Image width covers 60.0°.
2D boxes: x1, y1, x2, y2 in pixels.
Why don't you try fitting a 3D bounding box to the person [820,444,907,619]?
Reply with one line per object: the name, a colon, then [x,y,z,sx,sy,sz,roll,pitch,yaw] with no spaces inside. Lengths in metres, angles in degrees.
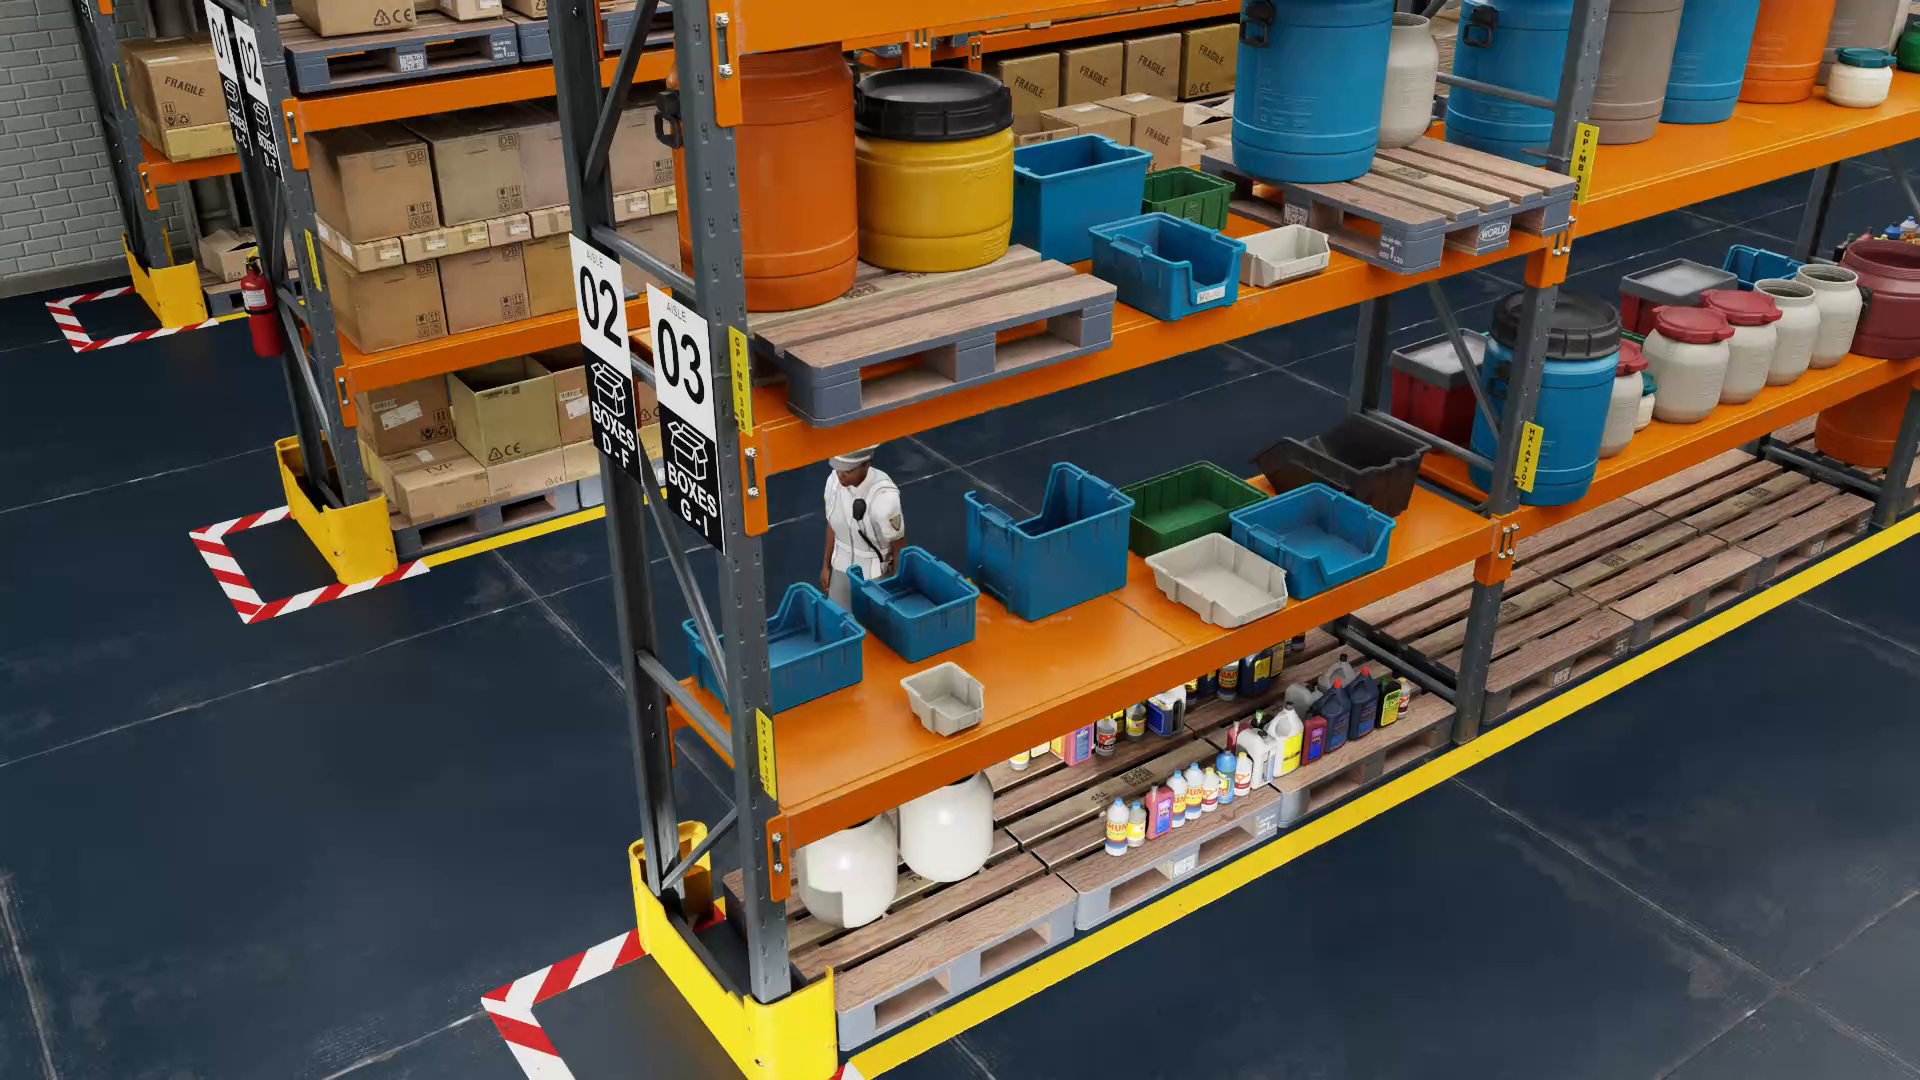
person: [-0.487,0.196,8.269,0.505,1.658,0.396,20,34,31]
